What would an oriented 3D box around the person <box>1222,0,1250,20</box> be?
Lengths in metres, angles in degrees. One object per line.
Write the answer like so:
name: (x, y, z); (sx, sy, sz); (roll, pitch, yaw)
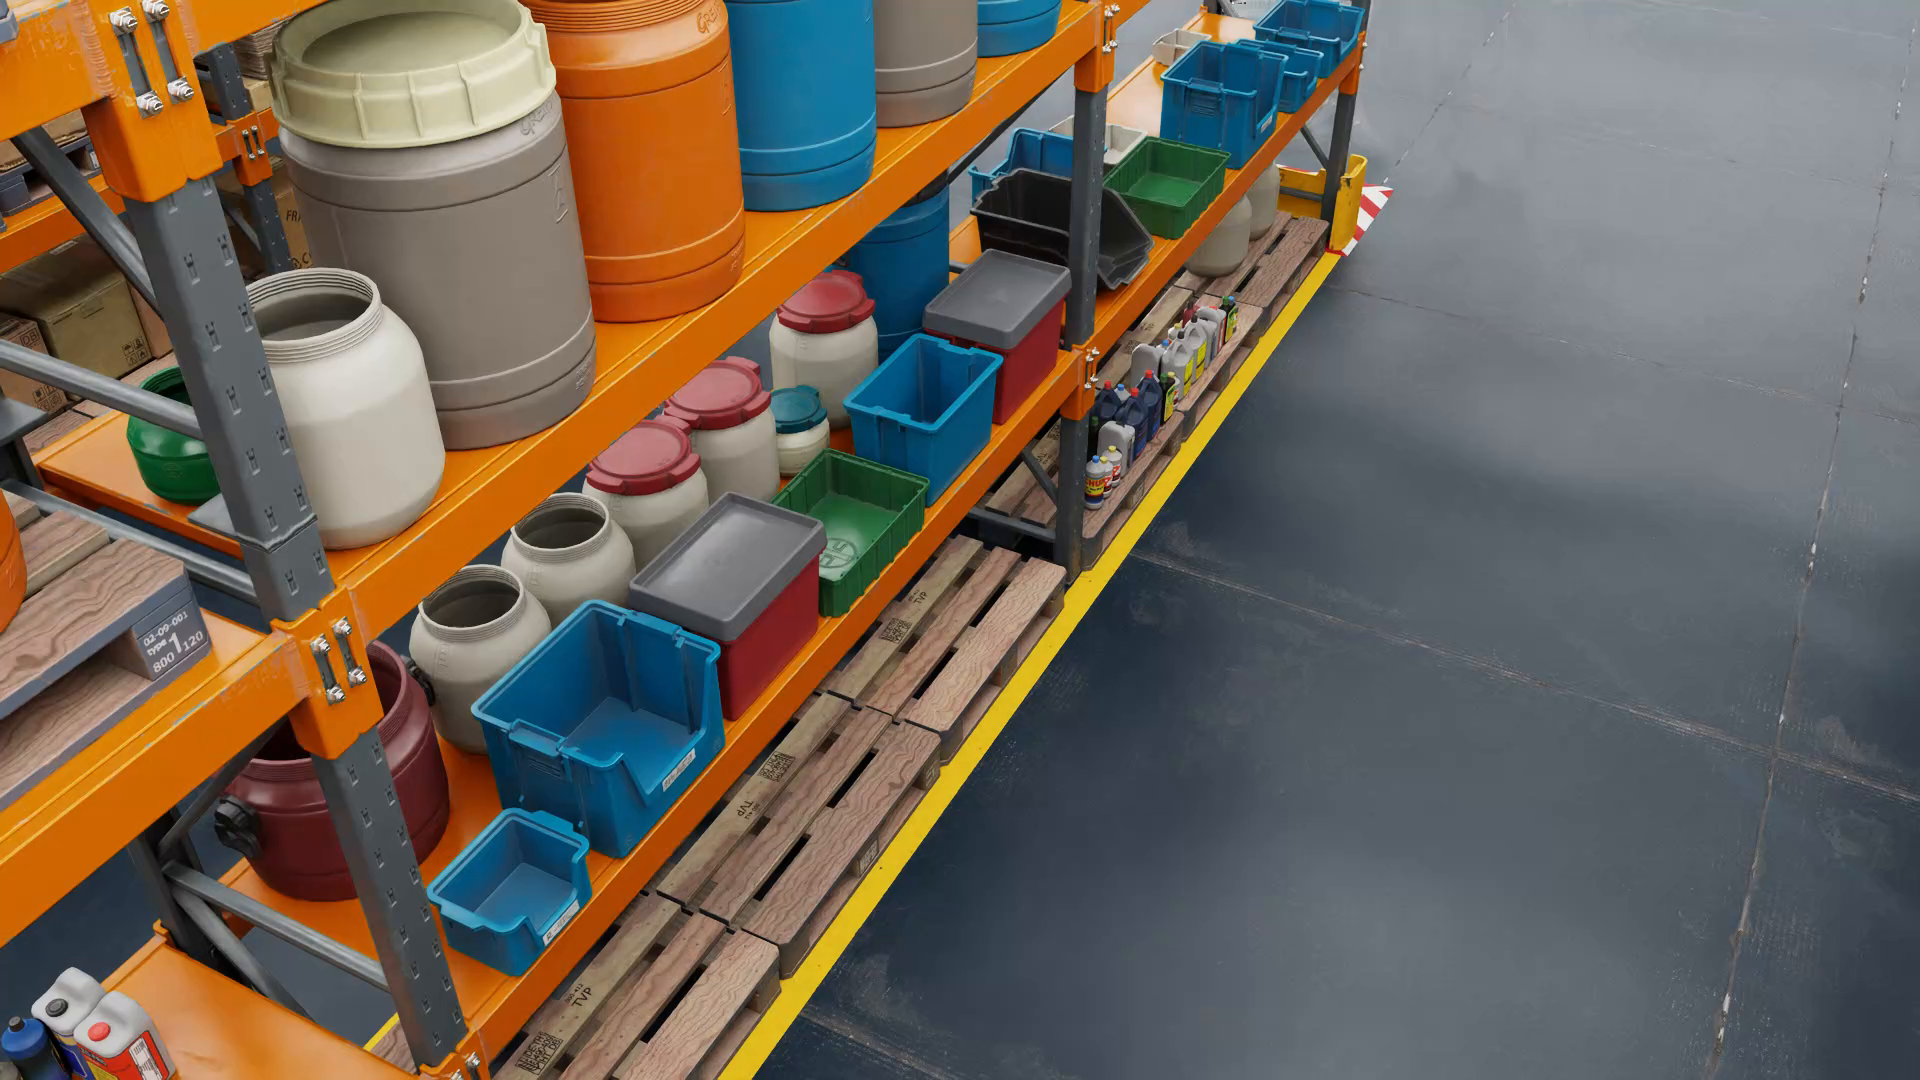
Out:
person: (1.741, -3.601, 11.410); (0.797, 1.656, 0.539); (10, 39, 12)
